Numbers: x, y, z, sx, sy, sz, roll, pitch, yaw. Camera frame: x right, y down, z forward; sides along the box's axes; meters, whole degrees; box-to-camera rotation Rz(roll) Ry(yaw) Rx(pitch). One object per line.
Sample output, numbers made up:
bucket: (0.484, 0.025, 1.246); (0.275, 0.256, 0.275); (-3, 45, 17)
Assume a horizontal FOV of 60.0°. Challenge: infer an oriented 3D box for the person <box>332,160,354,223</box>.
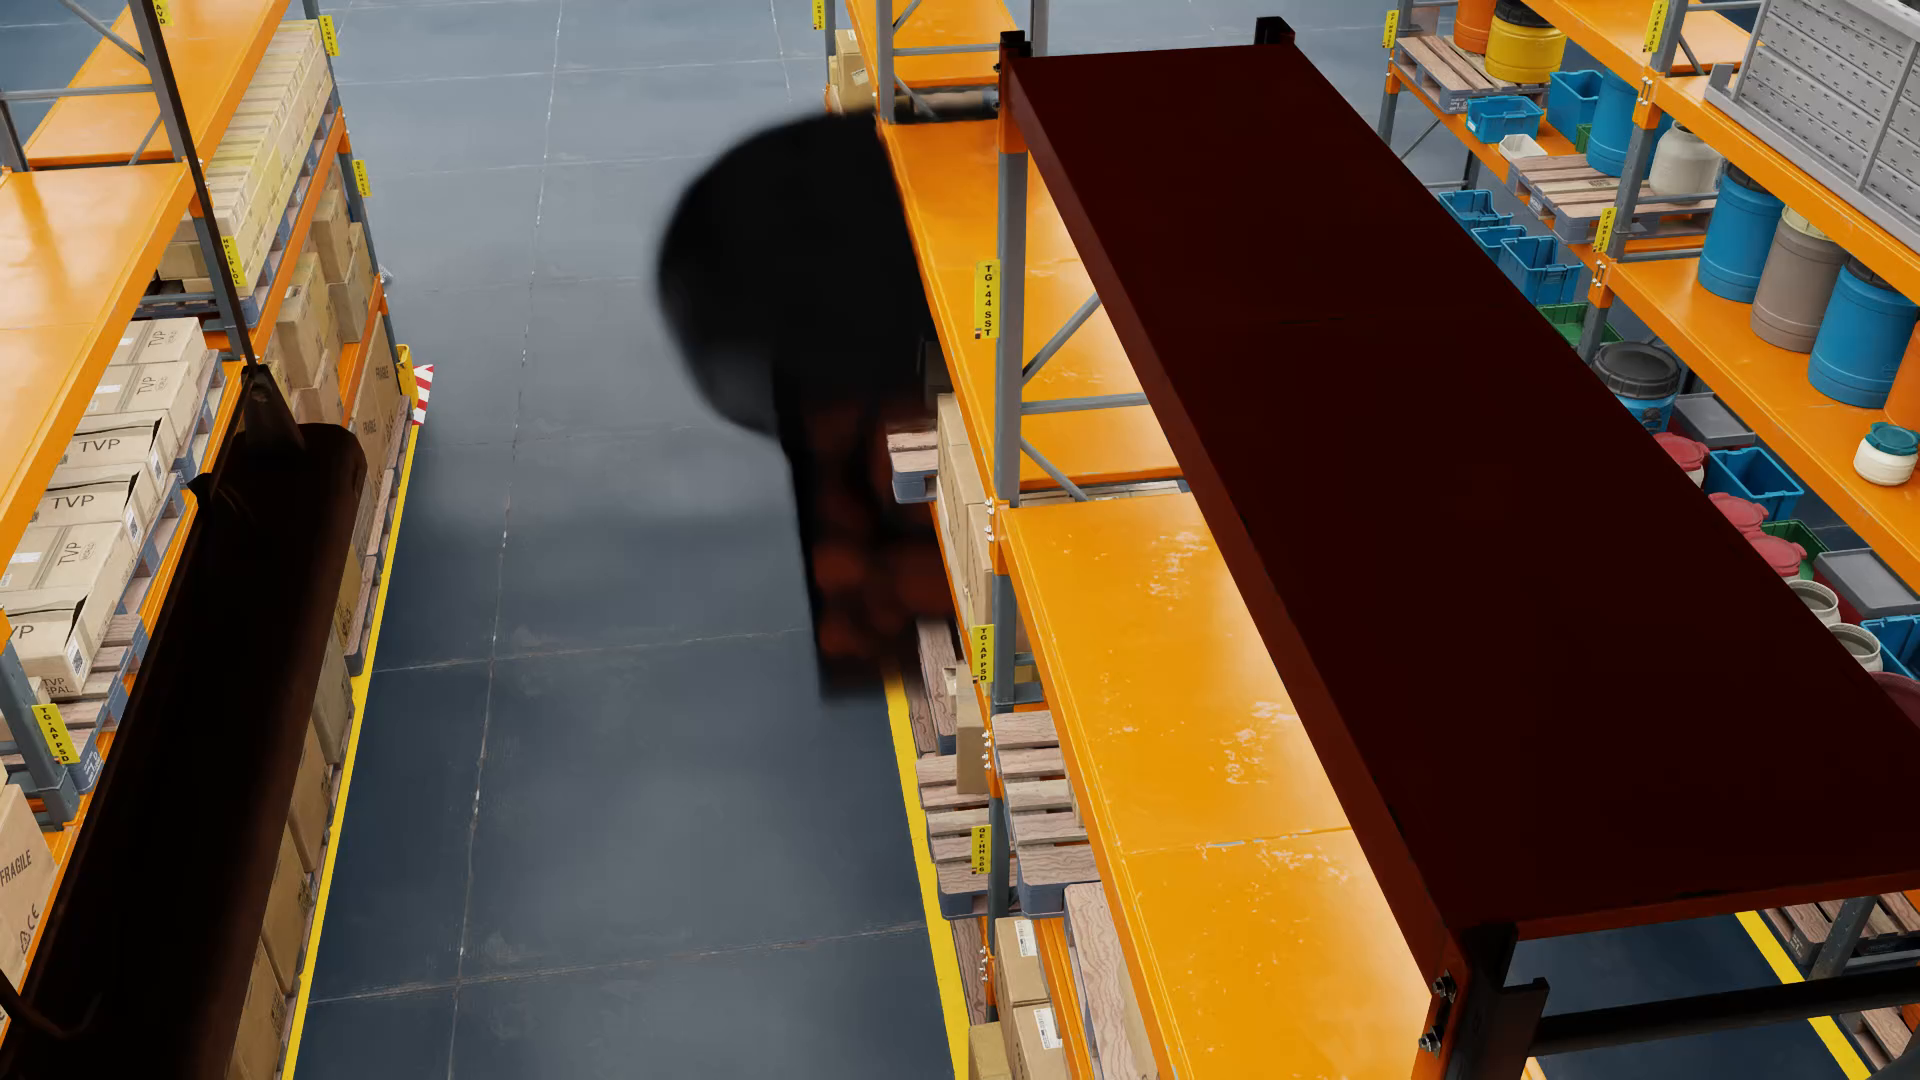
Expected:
person: (-6.410, -3.440, 16.847); (0.667, 1.527, 0.586); (-13, 38, -17)
